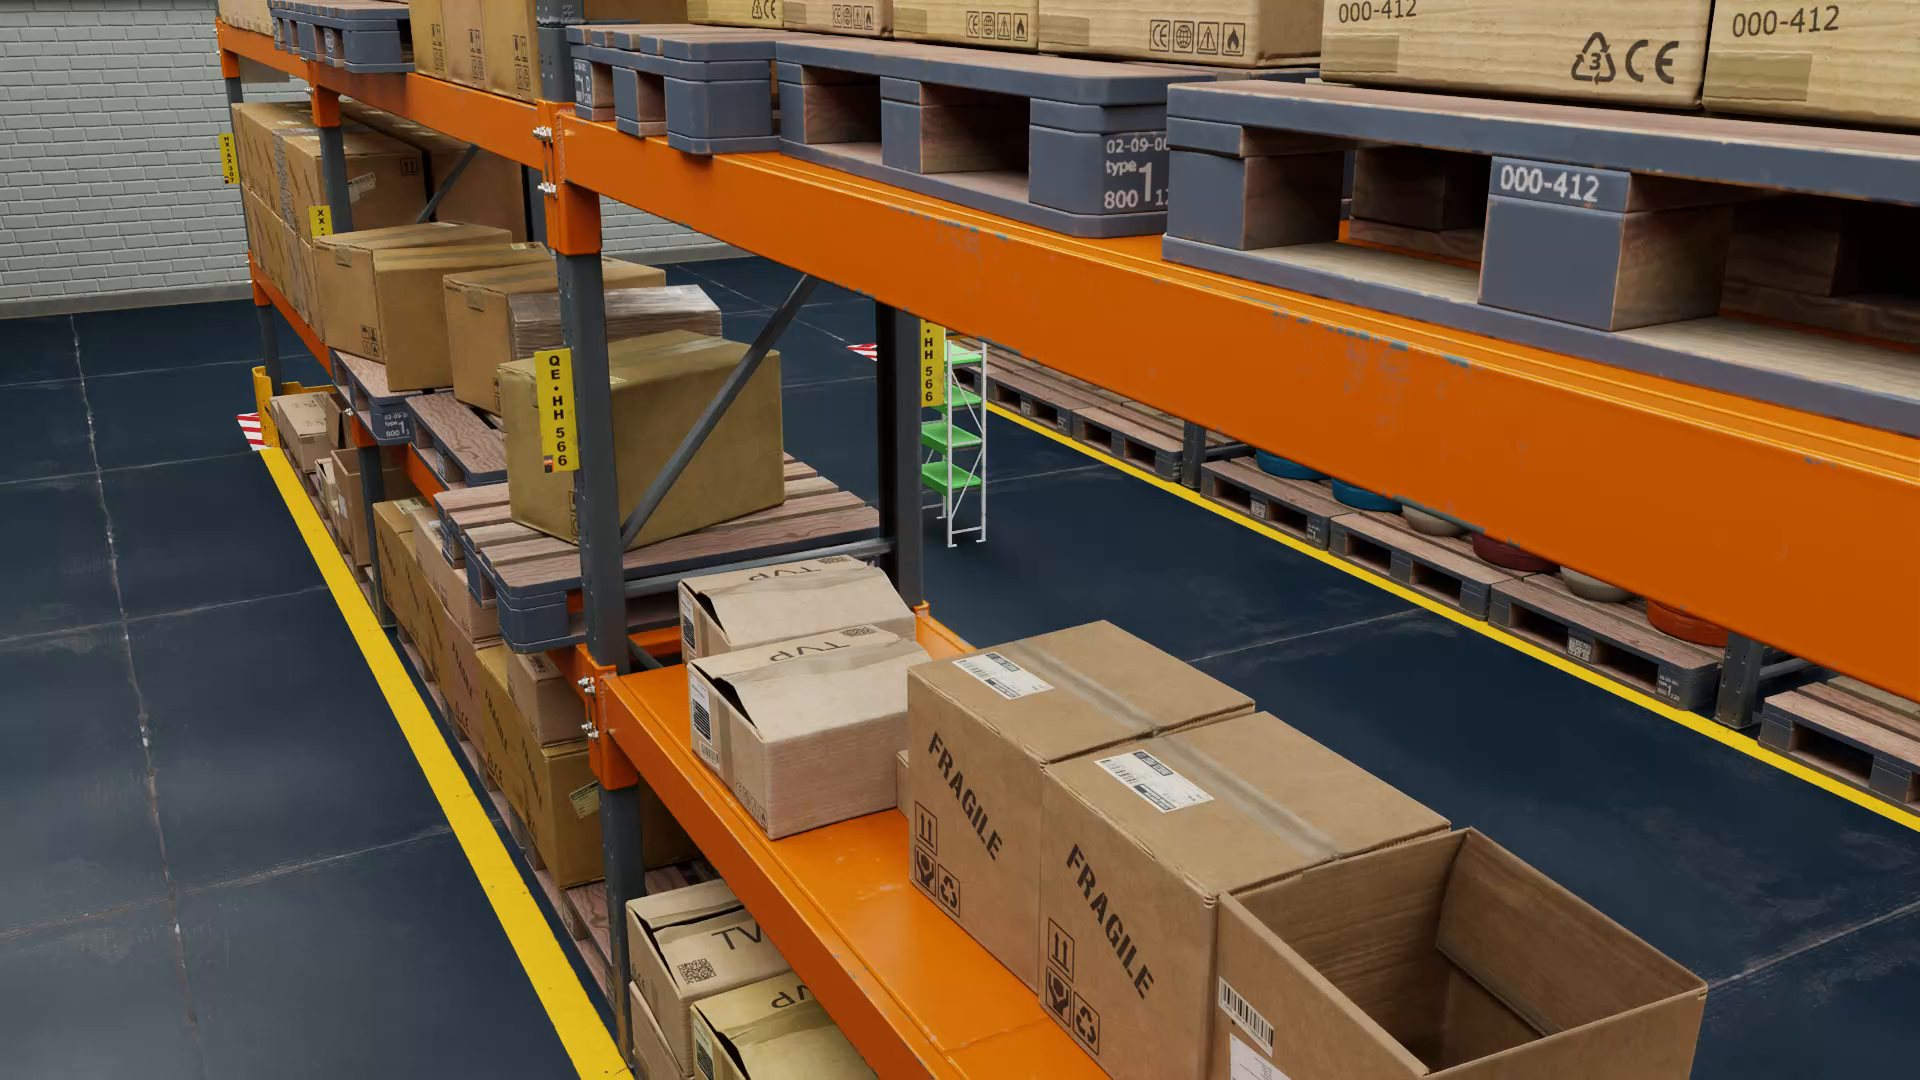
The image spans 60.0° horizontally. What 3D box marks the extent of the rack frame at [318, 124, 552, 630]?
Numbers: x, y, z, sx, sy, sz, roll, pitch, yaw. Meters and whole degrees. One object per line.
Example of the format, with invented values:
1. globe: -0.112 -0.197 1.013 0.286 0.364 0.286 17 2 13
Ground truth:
1. rack frame: -2.478 -1.062 8.110 1.000 3.000 0.127 -10 21 -27

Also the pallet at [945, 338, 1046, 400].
1. pallet: 0.341 -1.415 13.409 1.003 0.211 1.213 -10 21 -27

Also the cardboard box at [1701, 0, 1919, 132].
1. cardboard box: 1.037 -0.489 1.438 0.500 0.250 0.500 -8 20 -21

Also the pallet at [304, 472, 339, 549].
1. pallet: -3.387 -0.291 10.153 1.003 0.211 1.213 -10 21 -27

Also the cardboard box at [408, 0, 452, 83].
1. cardboard box: -1.304 -1.794 5.481 0.910 0.500 0.500 -10 21 -27

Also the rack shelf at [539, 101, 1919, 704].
1. rack shelf: 0.371 -0.417 2.747 1.077 0.370 4.000 -10 21 -27

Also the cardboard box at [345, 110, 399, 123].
1. cardboard box: -3.433 -2.352 10.162 0.500 0.500 0.500 -9 21 -25

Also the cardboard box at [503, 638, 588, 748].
1. cardboard box: -1.260 0.458 5.714 0.500 0.250 0.500 -9 21 -25

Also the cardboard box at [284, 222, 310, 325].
1. cardboard box: -3.433 -1.508 9.249 0.500 0.500 0.500 -9 21 -25

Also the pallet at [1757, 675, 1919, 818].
1. pallet: 4.116 0.867 6.796 1.003 0.211 1.213 -10 21 -27

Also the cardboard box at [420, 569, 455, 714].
1. cardboard box: -1.969 0.384 7.076 0.500 0.500 0.500 -10 21 -26

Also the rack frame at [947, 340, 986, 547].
1. rack frame: 0.037 -0.545 9.370 0.240 1.200 0.015 -10 21 -27

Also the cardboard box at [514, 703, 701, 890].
1. cardboard box: -1.229 0.828 5.791 0.500 0.500 0.500 -9 21 -25

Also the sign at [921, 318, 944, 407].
1. sign: -0.092 -0.548 4.845 0.100 0.325 0.005 -10 21 -27

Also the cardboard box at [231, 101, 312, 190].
1. cardboard box: -4.399 -2.562 10.771 0.500 0.500 0.500 -9 21 -25

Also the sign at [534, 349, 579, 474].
1. sign: -1.052 -0.337 4.355 0.100 0.325 0.005 -10 21 -27

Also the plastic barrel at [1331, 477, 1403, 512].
1. plastic barrel: 2.463 -0.673 9.555 0.600 0.901 0.708 -10 21 -27

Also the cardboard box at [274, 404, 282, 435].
1. cardboard box: -4.362 -0.834 11.118 0.380 0.166 0.250 -10 21 -27

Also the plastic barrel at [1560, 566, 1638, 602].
1. plastic barrel: 3.188 0.012 8.169 0.421 0.512 0.421 0 19 0

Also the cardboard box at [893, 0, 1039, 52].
1. cardboard box: 0.213 -1.024 2.988 0.500 0.250 0.500 -10 22 -28

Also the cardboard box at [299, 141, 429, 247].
1. cardboard box: -2.946 -1.687 8.235 0.500 0.500 0.500 -10 21 -26

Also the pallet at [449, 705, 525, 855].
1. pallet: -1.475 0.835 6.889 1.003 0.211 1.213 -10 21 -27

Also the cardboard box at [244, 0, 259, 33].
1. cardboard box: -3.649 -2.939 9.181 0.500 0.250 0.500 -10 21 -27

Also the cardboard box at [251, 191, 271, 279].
1. cardboard box: -4.149 -1.942 10.507 0.500 0.500 0.500 -10 22 -27

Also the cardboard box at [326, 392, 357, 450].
1. cardboard box: -3.375 -0.628 10.006 0.797 0.503 0.637 -10 21 -27

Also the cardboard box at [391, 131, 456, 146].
1. cardboard box: -2.699 -1.909 8.878 0.500 0.500 0.500 -11 22 -28

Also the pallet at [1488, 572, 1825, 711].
1. pallet: 3.371 0.419 8.095 1.003 0.211 1.213 -10 21 -27

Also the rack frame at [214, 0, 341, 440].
1. rack frame: -4.377 -2.210 11.438 1.000 3.000 0.127 -10 21 -27

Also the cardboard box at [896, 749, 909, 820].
1. cardboard box: 0.077 0.563 3.788 0.380 0.149 0.250 -8 21 -23

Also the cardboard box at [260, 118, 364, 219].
1. cardboard box: -3.669 -2.123 9.499 0.500 0.500 0.500 -10 22 -27

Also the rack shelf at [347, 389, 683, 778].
1. rack shelf: -1.528 -0.148 6.564 1.077 0.370 4.000 -10 21 -27

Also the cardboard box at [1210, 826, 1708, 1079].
1. cardboard box: 0.720 0.813 2.523 0.500 0.500 0.500 -8 21 -23

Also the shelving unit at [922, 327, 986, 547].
1. shelving unit: -0.079 -0.615 9.573 0.258 1.200 0.503 -10 21 -27

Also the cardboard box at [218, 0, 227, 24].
1. cardboard box: -4.357 -3.370 10.431 0.500 0.250 0.500 -10 21 -27

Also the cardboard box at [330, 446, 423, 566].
1. cardboard box: -2.998 -0.208 8.793 0.500 0.500 0.500 -10 21 -27

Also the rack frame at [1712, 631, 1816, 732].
1. rack frame: 3.783 -0.680 7.003 1.000 3.000 0.127 -10 21 -27

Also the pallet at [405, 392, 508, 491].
1. pallet: -1.506 -0.380 6.429 1.003 0.211 1.213 -10 21 -27

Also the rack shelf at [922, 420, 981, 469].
1. rack shelf: -0.079 -0.554 9.594 0.258 0.148 0.480 -10 21 -27

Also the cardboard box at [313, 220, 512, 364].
1. cardboard box: -2.450 -1.137 7.531 0.500 0.500 0.700 16 25 39

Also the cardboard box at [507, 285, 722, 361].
1. cardboard box: -1.243 -0.615 6.017 0.700 0.500 0.500 -6 20 -16

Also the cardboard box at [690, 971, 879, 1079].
1. cardboard box: -0.331 1.268 4.070 0.500 0.311 0.500 -11 22 -28

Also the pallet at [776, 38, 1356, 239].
1. pallet: 0.356 -0.741 2.870 1.003 0.211 1.213 -9 21 -24
